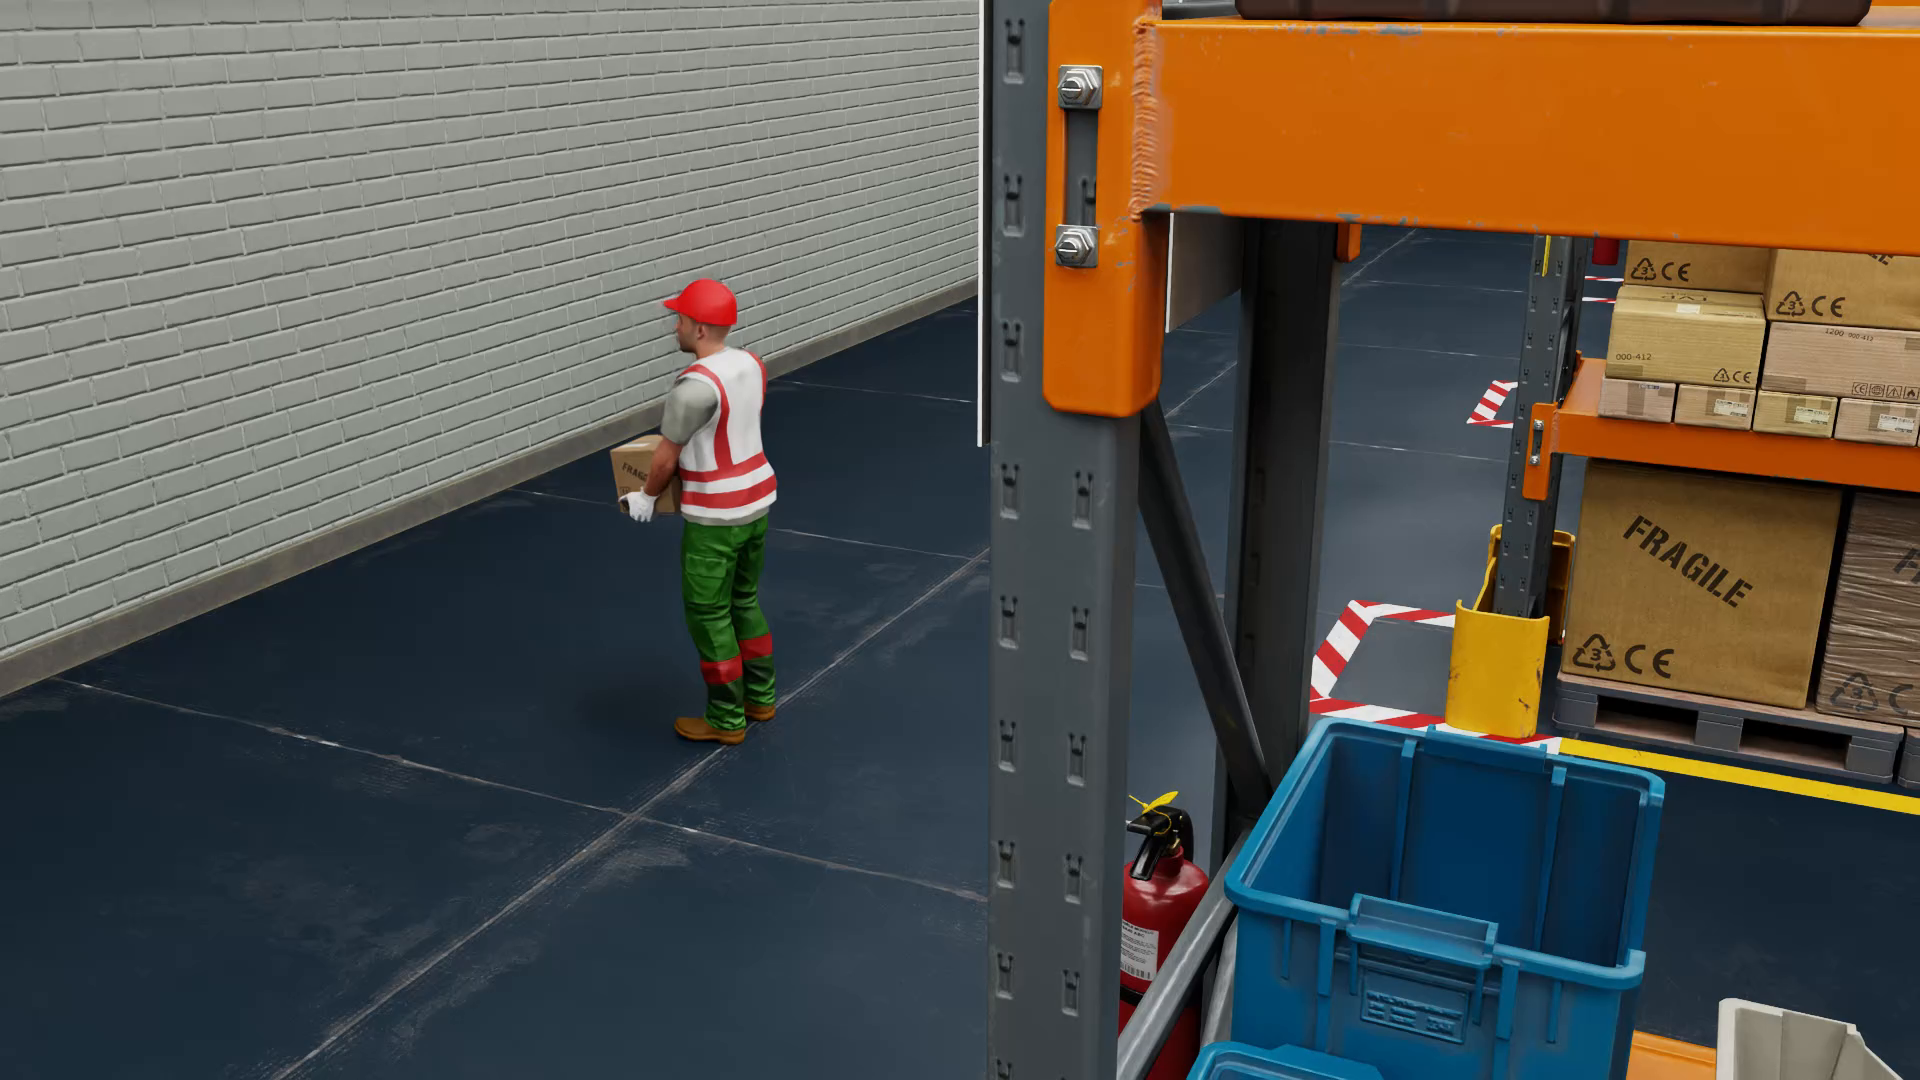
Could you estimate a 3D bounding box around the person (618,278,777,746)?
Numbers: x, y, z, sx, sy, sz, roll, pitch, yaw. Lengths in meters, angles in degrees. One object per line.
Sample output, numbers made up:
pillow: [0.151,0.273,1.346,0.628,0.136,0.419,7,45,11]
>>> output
person: [-0.999,-0.114,6.363,0.566,1.785,0.495,8,20,22]
